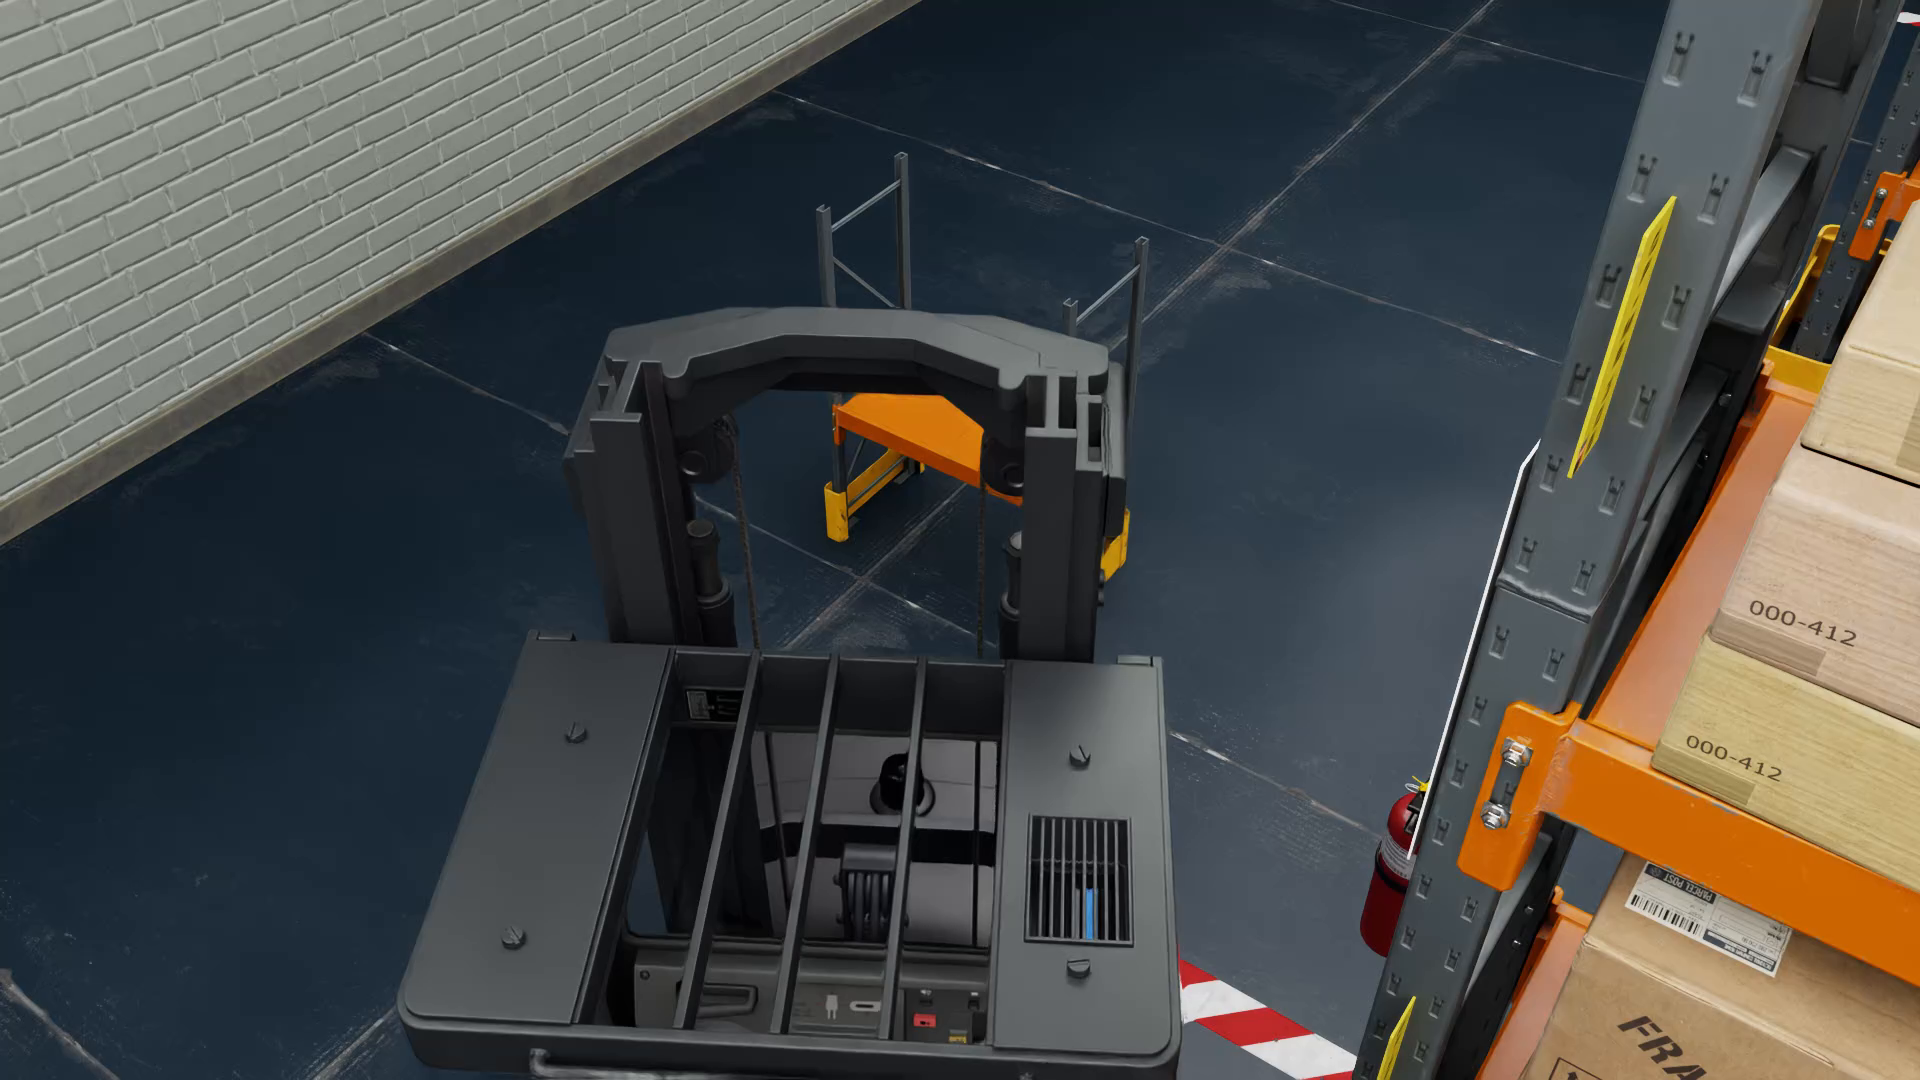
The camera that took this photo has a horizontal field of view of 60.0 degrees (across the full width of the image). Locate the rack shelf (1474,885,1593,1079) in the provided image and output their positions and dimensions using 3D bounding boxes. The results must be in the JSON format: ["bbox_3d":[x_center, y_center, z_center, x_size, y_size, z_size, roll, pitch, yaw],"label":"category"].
[{"bbox_3d":[2.679,1.963,2.847,4.000,0.370,1.077,25,48,25],"label":"rack shelf"}]

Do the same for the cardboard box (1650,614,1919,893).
[{"bbox_3d":[1.263,0.178,2.164,0.500,0.250,0.500,27,48,27],"label":"cardboard box"}]

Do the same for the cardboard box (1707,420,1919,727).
[{"bbox_3d":[1.260,-0.006,1.995,0.500,0.250,0.500,26,48,26],"label":"cardboard box"}]

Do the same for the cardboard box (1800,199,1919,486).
[{"bbox_3d":[1.176,-0.220,1.935,0.250,0.149,0.380,25,47,25],"label":"cardboard box"}]

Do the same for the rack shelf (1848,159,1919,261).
[{"bbox_3d":[5.439,-0.778,5.910,4.000,0.370,1.077,25,48,25],"label":"rack shelf"}]

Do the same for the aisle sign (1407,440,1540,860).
[{"bbox_3d":[0.810,0.096,2.444,0.004,0.787,0.394,25,48,25],"label":"aisle sign"}]

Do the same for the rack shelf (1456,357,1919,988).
[{"bbox_3d":[2.679,0.845,1.846,4.000,0.370,1.077,25,48,25],"label":"rack shelf"}]

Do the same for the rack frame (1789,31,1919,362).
[{"bbox_3d":[3.801,-1.812,6.526,0.127,3.000,1.000,25,48,25],"label":"rack frame"}]

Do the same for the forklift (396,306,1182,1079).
[{"bbox_3d":[-0.216,1.143,3.275,1.130,2.935,3.031,2,42,3],"label":"forklift"}]

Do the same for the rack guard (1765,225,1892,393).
[{"bbox_3d":[3.782,-0.890,7.370,0.348,0.500,1.175,25,48,25],"label":"rack guard"}]

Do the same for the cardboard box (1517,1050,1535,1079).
[{"bbox_3d":[1.251,1.103,2.969,0.500,0.500,0.500,27,49,27],"label":"cardboard box"}]

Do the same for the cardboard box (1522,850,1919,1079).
[{"bbox_3d":[1.257,0.725,2.642,0.500,0.500,0.500,25,47,25],"label":"cardboard box"}]

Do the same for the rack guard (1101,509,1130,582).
[{"bbox_3d":[0.470,0.127,6.421,0.087,0.250,0.587,25,48,25],"label":"rack guard"}]

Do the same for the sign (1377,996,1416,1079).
[{"bbox_3d":[0.730,0.903,2.843,0.005,0.325,0.100,25,48,25],"label":"sign"}]

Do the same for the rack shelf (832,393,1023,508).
[{"bbox_3d":[0.070,-0.392,6.333,1.000,0.185,0.538,25,48,25],"label":"rack shelf"}]

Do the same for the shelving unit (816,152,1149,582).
[{"bbox_3d":[0.062,-0.530,6.217,1.083,1.500,0.587,25,48,25],"label":"shelving unit"}]

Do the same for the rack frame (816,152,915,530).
[{"bbox_3d":[-0.346,-0.721,6.431,0.032,1.500,0.500,25,48,25],"label":"rack frame"}]

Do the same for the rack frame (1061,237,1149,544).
[{"bbox_3d":[0.486,-0.332,5.996,0.032,1.500,0.500,25,48,25],"label":"rack frame"}]

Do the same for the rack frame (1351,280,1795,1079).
[{"bbox_3d":[1.042,0.929,3.462,0.127,3.000,1.000,25,48,25],"label":"rack frame"}]

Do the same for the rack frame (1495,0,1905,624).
[{"bbox_3d":[1.042,-1.307,1.462,0.127,3.000,1.000,25,48,25],"label":"rack frame"}]

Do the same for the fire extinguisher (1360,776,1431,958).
[{"bbox_3d":[1.101,0.748,4.002,0.183,0.674,0.296,25,48,25],"label":"fire extinguisher"}]

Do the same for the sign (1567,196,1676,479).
[{"bbox_3d":[0.730,-0.218,1.840,0.005,0.325,0.100,25,48,25],"label":"sign"}]

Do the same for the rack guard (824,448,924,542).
[{"bbox_3d":[-0.345,-0.255,6.847,0.087,0.250,0.587,25,48,25],"label":"rack guard"}]
